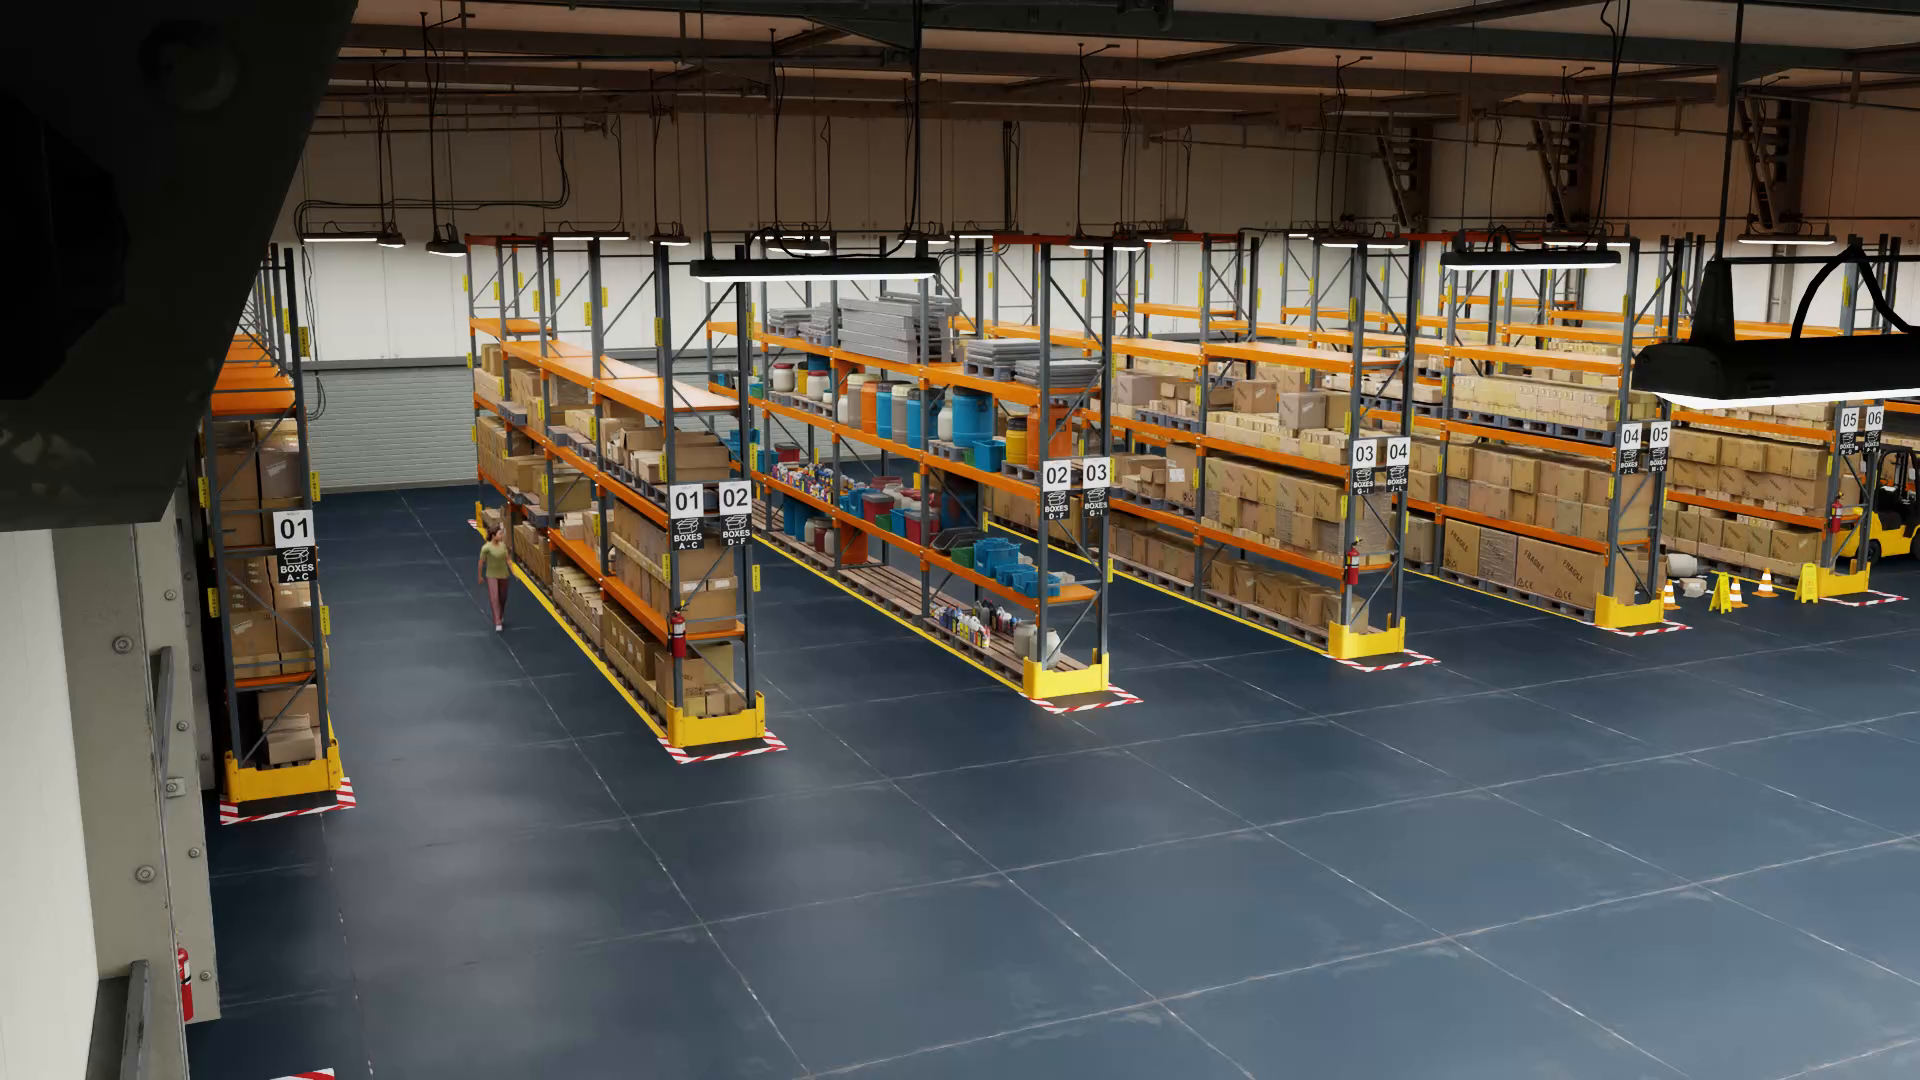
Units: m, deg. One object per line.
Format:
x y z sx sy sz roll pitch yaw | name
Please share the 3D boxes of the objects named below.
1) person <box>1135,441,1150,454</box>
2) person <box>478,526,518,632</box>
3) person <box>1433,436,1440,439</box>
4.684 -3.073 44.361 0.725 1.735 0.614 -9 14 -39 | person
-7.183 0.547 25.839 0.600 1.563 1.017 -5 12 -24 | person
10.066 -1.320 35.260 0.419 1.791 0.595 -1 11 -5 | person
